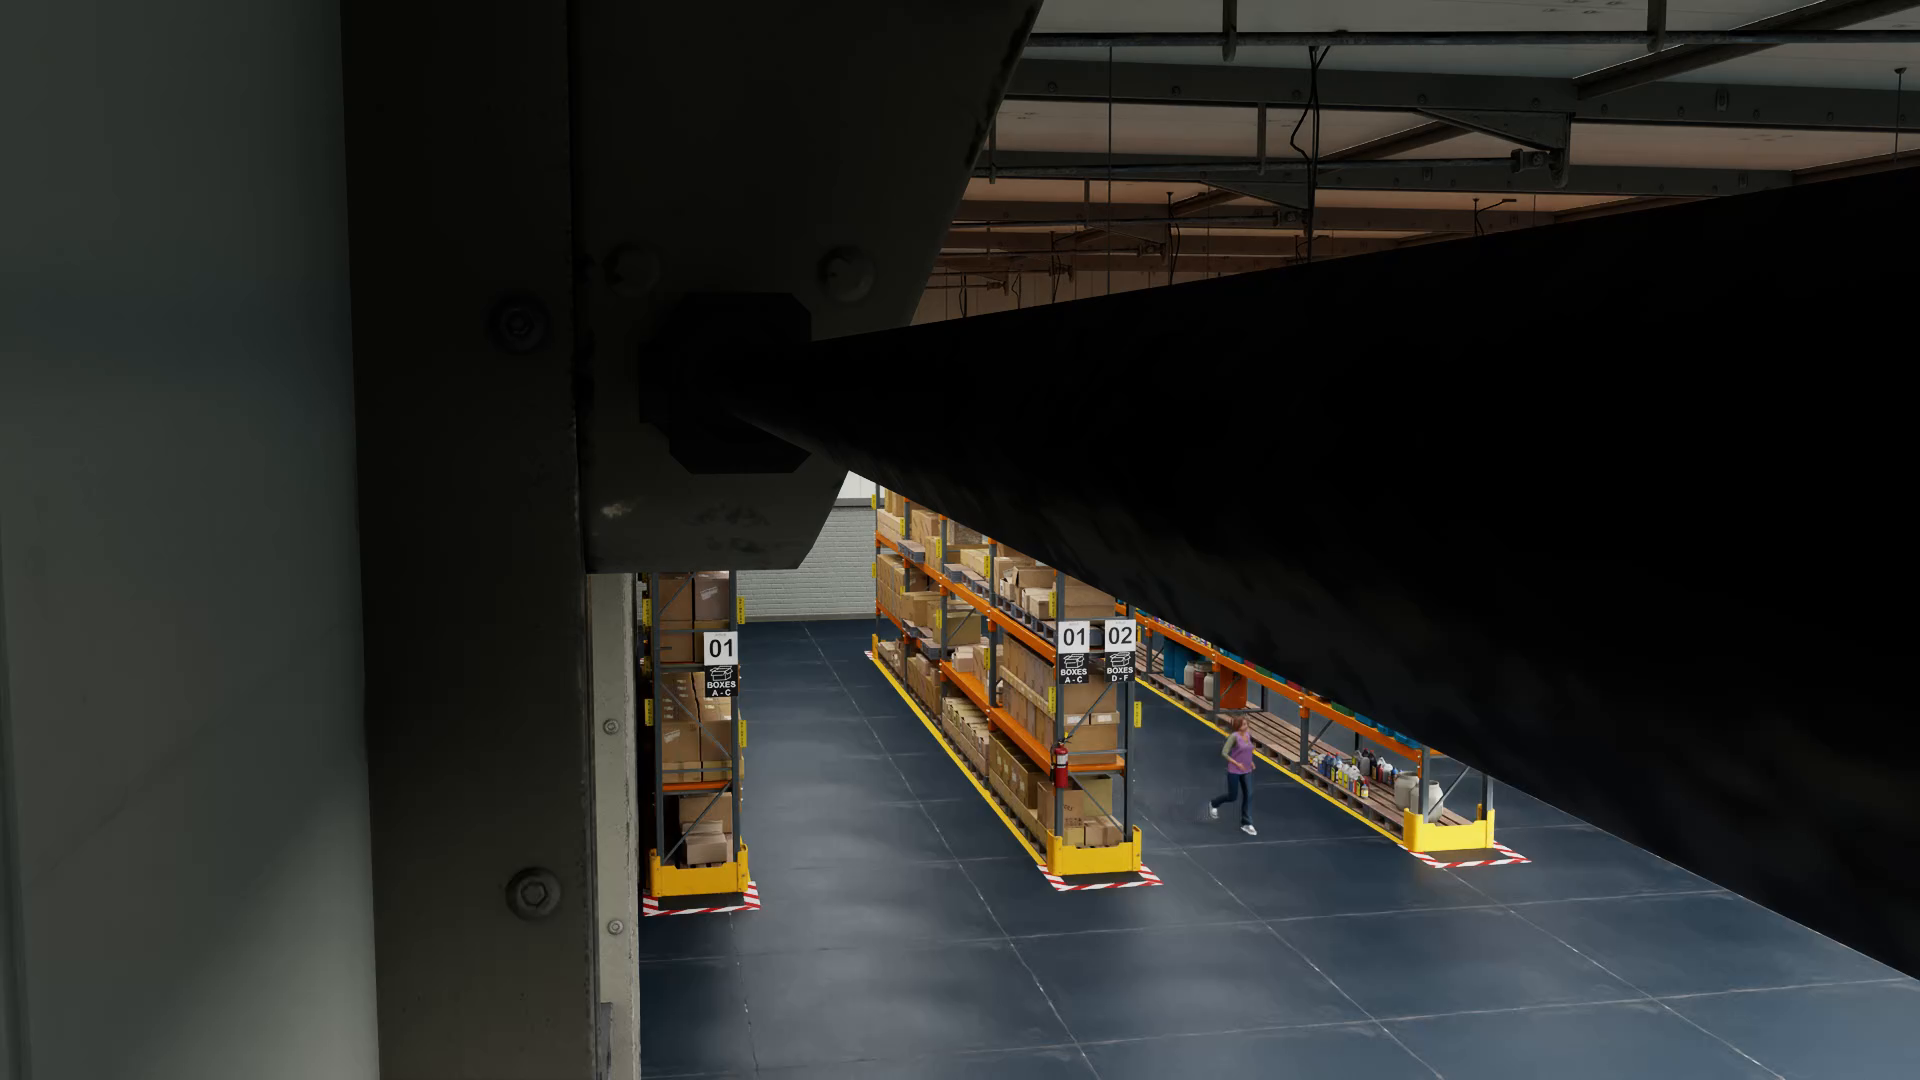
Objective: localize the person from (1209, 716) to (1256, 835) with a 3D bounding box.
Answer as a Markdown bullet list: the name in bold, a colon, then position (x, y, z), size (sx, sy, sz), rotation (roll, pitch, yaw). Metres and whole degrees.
- **person**: position (3.839, 3.196, 22.887), size (0.575, 1.576, 0.883), rotation (-4, 7, -35)

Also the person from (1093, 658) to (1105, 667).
- **person**: position (2.463, 2.486, 29.344), size (0.649, 1.697, 0.629), rotation (-2, 6, -17)
